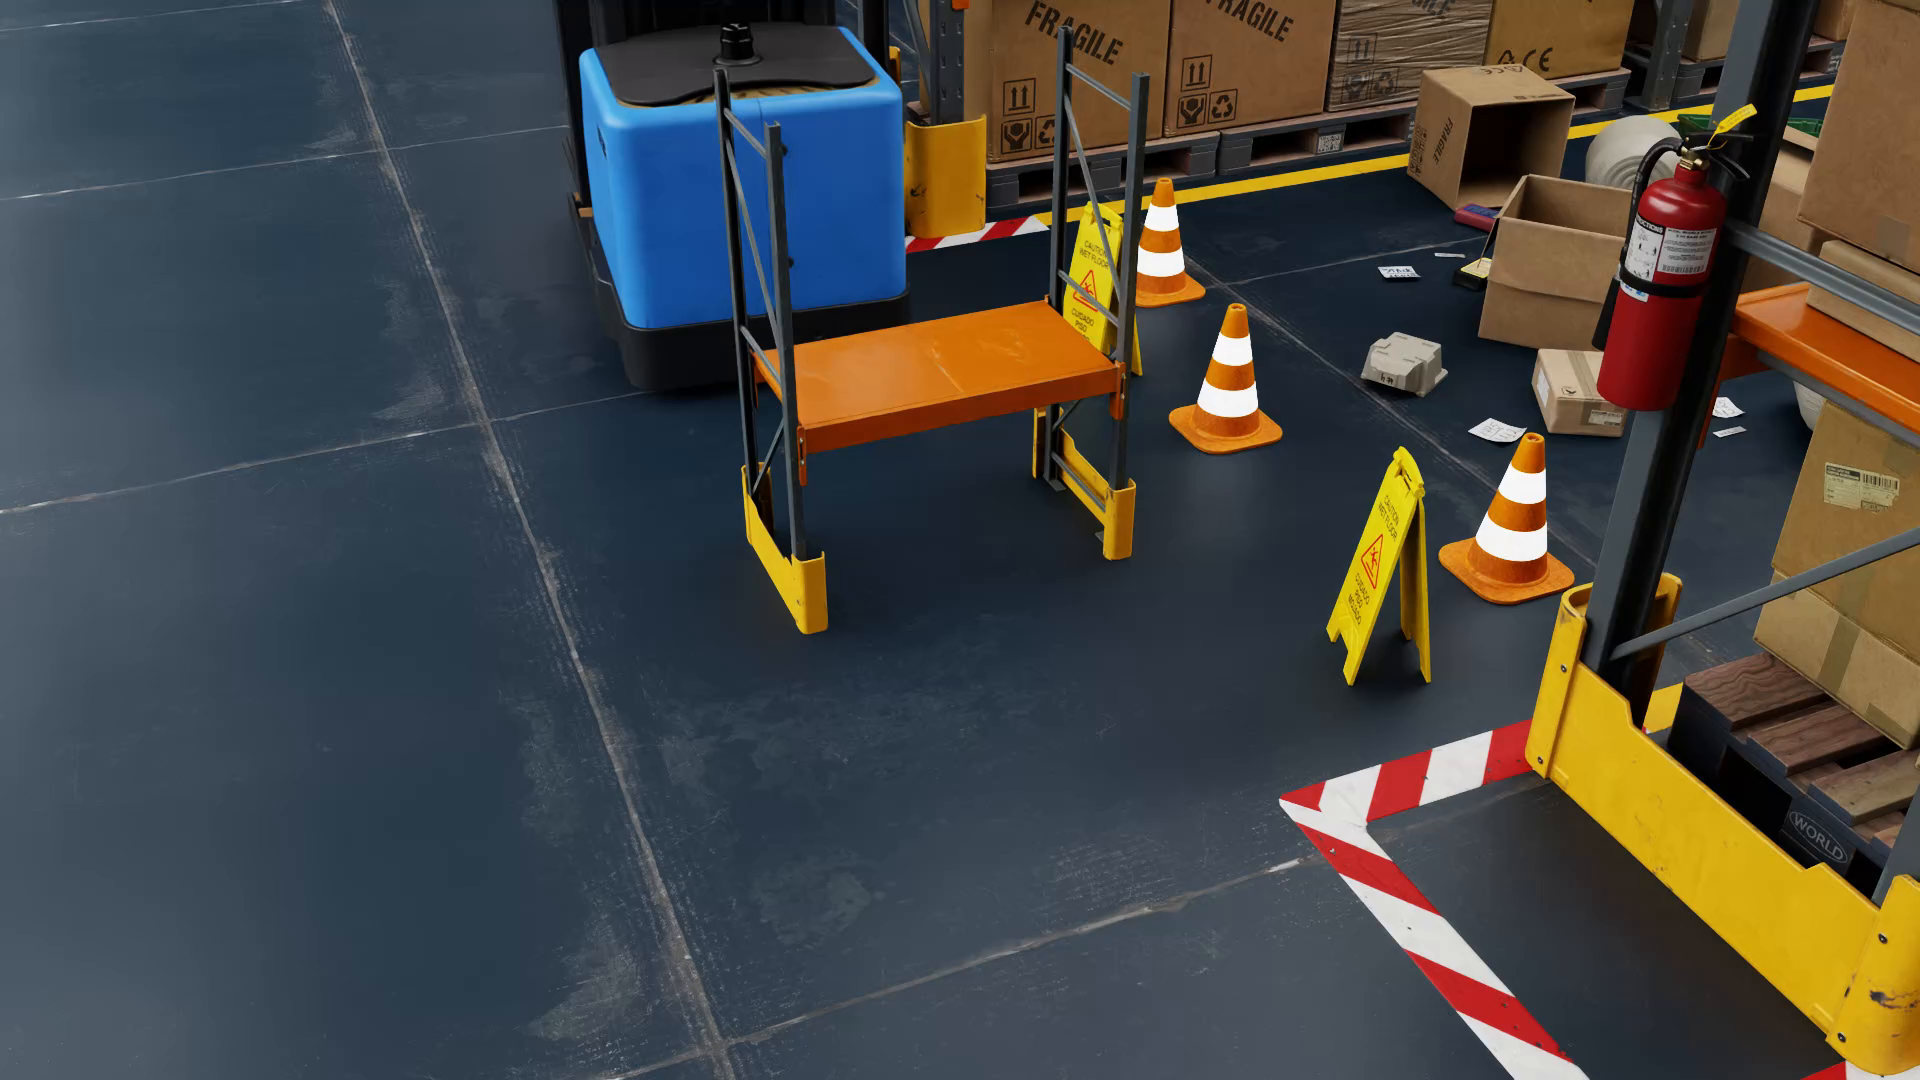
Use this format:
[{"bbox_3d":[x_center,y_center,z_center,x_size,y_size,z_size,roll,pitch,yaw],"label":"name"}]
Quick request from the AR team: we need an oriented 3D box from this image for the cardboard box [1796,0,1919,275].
[{"bbox_3d":[2.174,-0.849,3.440,0.500,0.500,0.500,-14,35,-20],"label":"cardboard box"}]

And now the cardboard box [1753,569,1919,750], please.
[{"bbox_3d":[2.443,0.237,4.272,0.500,0.250,0.500,-13,35,-19],"label":"cardboard box"}]

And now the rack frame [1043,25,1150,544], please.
[{"bbox_3d":[0.390,-0.718,4.978,0.032,1.500,0.500,-13,35,-19],"label":"rack frame"}]

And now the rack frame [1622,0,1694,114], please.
[{"bbox_3d":[3.459,-3.741,8.250,0.127,3.000,1.000,-13,35,-19],"label":"rack frame"}]

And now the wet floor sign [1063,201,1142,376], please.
[{"bbox_3d":[0.510,-0.908,6.054,0.232,0.644,0.267,-19,38,-27],"label":"wet floor sign"}]

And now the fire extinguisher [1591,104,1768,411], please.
[{"bbox_3d":[1.496,-0.604,3.499,0.183,0.674,0.296,-13,35,-19],"label":"fire extinguisher"}]

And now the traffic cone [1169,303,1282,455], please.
[{"bbox_3d":[0.934,-0.591,5.735,0.334,0.463,0.336,-13,35,-19],"label":"traffic cone"}]

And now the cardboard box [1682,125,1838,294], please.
[{"bbox_3d":[3.278,-1.285,6.639,0.503,0.637,0.797,-13,35,-19],"label":"cardboard box"}]

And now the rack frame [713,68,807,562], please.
[{"bbox_3d":[-0.547,-0.503,4.648,0.032,1.500,0.500,-13,35,-19],"label":"rack frame"}]

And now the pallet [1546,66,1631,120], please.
[{"bbox_3d":[2.727,-2.451,8.824,1.213,0.211,1.003,-13,35,-19],"label":"pallet"}]

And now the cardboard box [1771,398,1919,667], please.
[{"bbox_3d":[2.418,-0.067,4.051,0.500,0.500,0.500,-13,35,-19],"label":"cardboard box"}]

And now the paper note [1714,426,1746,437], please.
[{"bbox_3d":[2.697,-0.380,5.824,0.123,0.001,0.032,-13,35,-19],"label":"paper note"}]

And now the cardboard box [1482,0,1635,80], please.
[{"bbox_3d":[2.852,-2.929,8.565,0.875,0.875,0.875,-12,35,-18],"label":"cardboard box"}]

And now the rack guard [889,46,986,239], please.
[{"bbox_3d":[-0.252,-1.844,7.626,0.348,0.500,1.175,-13,35,-19],"label":"rack guard"}]

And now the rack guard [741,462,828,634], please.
[{"bbox_3d":[-0.529,0.016,4.996,0.087,0.250,0.587,-13,35,-19],"label":"rack guard"}]

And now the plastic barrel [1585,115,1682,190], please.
[{"bbox_3d":[3.006,-1.651,7.399,0.421,0.421,0.512,10,34,14],"label":"plastic barrel"}]

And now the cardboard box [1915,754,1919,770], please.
[{"bbox_3d":[2.631,0.516,3.842,0.500,0.250,0.500,-13,35,-19],"label":"cardboard box"}]

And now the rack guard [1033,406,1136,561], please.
[{"bbox_3d":[0.389,-0.194,5.319,0.087,0.250,0.587,-13,35,-19],"label":"rack guard"}]

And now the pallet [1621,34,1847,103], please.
[{"bbox_3d":[4.141,-2.773,9.319,1.213,0.211,1.003,-13,35,-19],"label":"pallet"}]

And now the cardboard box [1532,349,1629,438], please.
[{"bbox_3d":[2.206,-0.526,5.923,0.250,0.149,0.380,4,33,6],"label":"cardboard box"}]

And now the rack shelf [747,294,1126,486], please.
[{"bbox_3d":[-0.079,-0.460,4.911,1.000,0.185,0.538,-13,35,-19],"label":"rack shelf"}]

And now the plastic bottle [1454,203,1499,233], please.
[{"bbox_3d":[2.349,-1.414,7.367,0.133,0.061,0.283,-27,42,-35],"label":"plastic bottle"}]

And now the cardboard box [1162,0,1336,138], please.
[{"bbox_3d":[1.181,-2.545,7.975,0.875,0.875,0.875,-13,35,-20],"label":"cardboard box"}]

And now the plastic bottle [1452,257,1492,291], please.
[{"bbox_3d":[2.182,-1.116,6.910,0.283,0.061,0.133,-27,42,-35],"label":"plastic bottle"}]

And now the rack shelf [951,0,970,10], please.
[{"bbox_3d":[1.615,-3.017,7.797,4.000,0.370,1.077,-13,35,-19],"label":"rack shelf"}]

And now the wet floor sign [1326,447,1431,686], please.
[{"bbox_3d":[1.191,0.060,4.566,0.232,0.644,0.267,-2,33,-2],"label":"wet floor sign"}]

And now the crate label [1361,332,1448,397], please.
[{"bbox_3d":[1.635,-0.652,6.127,0.250,0.136,0.298,23,39,30],"label":"crate label"}]

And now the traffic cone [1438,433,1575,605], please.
[{"bbox_3d":[1.677,-0.105,4.987,0.334,0.463,0.336,-13,35,-19],"label":"traffic cone"}]

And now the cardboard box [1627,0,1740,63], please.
[{"bbox_3d":[3.996,-3.151,9.020,0.750,0.750,1.050,-13,35,-19],"label":"cardboard box"}]

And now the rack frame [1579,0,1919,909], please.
[{"bbox_3d":[1.780,-0.429,3.159,0.127,3.000,1.000,-13,35,-19],"label":"rack frame"}]

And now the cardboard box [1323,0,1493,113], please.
[{"bbox_3d":[2.022,-2.737,8.269,0.875,0.875,0.875,-13,35,-19],"label":"cardboard box"}]

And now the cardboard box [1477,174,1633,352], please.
[{"bbox_3d":[2.419,-1.027,6.366,0.797,0.503,0.637,16,36,23],"label":"cardboard box"}]

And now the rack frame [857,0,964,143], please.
[{"bbox_3d":[-0.229,-2.897,6.952,0.127,3.000,1.000,-13,35,-19],"label":"rack frame"}]

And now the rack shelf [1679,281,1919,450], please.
[{"bbox_3d":[3.624,-0.550,4.004,4.000,0.370,1.077,-13,35,-19],"label":"rack shelf"}]

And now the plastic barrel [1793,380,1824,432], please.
[{"bbox_3d":[3.098,-0.546,5.702,0.421,0.421,0.512,10,34,14],"label":"plastic barrel"}]

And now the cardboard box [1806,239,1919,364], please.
[{"bbox_3d":[2.042,-0.510,3.514,0.250,0.149,0.380,-12,35,-17],"label":"cardboard box"}]

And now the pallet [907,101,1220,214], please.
[{"bbox_3d":[0.477,-1.936,8.032,1.213,0.211,1.003,-13,35,-19],"label":"pallet"}]

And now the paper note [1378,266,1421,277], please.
[{"bbox_3d":[1.835,-1.120,6.945,0.142,0.017,0.144,-2,33,-2],"label":"paper note"}]

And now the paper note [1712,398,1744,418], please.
[{"bbox_3d":[2.722,-0.484,5.977,0.142,0.019,0.148,-2,33,-2],"label":"paper note"}]

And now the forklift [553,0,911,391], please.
[{"bbox_3d":[-1.104,-2.557,6.493,1.130,2.935,3.031,-10,34,-14],"label":"forklift"}]

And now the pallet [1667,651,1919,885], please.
[{"bbox_3d":[2.613,0.570,4.180,1.213,0.211,1.003,-13,35,-19],"label":"pallet"}]

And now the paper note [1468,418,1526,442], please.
[{"bbox_3d":[1.881,-0.385,5.814,0.142,0.019,0.148,-27,42,-35],"label":"paper note"}]

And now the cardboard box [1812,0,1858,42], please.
[{"bbox_3d":[4.887,-3.352,9.330,0.750,0.750,1.050,-13,35,-19],"label":"cardboard box"}]

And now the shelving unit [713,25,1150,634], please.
[{"bbox_3d":[-0.070,-0.613,4.816,1.083,1.500,0.587,-13,35,-19],"label":"shelving unit"}]

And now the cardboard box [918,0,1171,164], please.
[{"bbox_3d":[0.370,-2.359,7.688,0.875,0.875,0.875,-13,35,-19],"label":"cardboard box"}]

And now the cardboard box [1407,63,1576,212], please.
[{"bbox_3d":[2.425,-1.851,7.634,0.500,0.500,0.500,-7,34,-11],"label":"cardboard box"}]

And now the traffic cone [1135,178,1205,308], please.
[{"bbox_3d":[0.810,-1.232,6.718,0.334,0.463,0.336,-13,35,-19],"label":"traffic cone"}]

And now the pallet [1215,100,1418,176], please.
[{"bbox_3d":[1.601,-2.192,8.425,1.213,0.211,1.003,-13,35,-19],"label":"pallet"}]

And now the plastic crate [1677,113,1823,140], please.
[{"bbox_3d":[3.806,-1.891,7.932,0.662,0.188,0.450,4,23,6],"label":"plastic crate"}]

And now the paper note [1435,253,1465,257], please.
[{"bbox_3d":[2.095,-1.218,7.112,0.123,0.001,0.032,4,33,6],"label":"paper note"}]

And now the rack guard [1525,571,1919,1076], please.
[{"bbox_3d":[1.850,0.603,3.865,0.348,0.500,1.175,-13,35,-19],"label":"rack guard"}]
